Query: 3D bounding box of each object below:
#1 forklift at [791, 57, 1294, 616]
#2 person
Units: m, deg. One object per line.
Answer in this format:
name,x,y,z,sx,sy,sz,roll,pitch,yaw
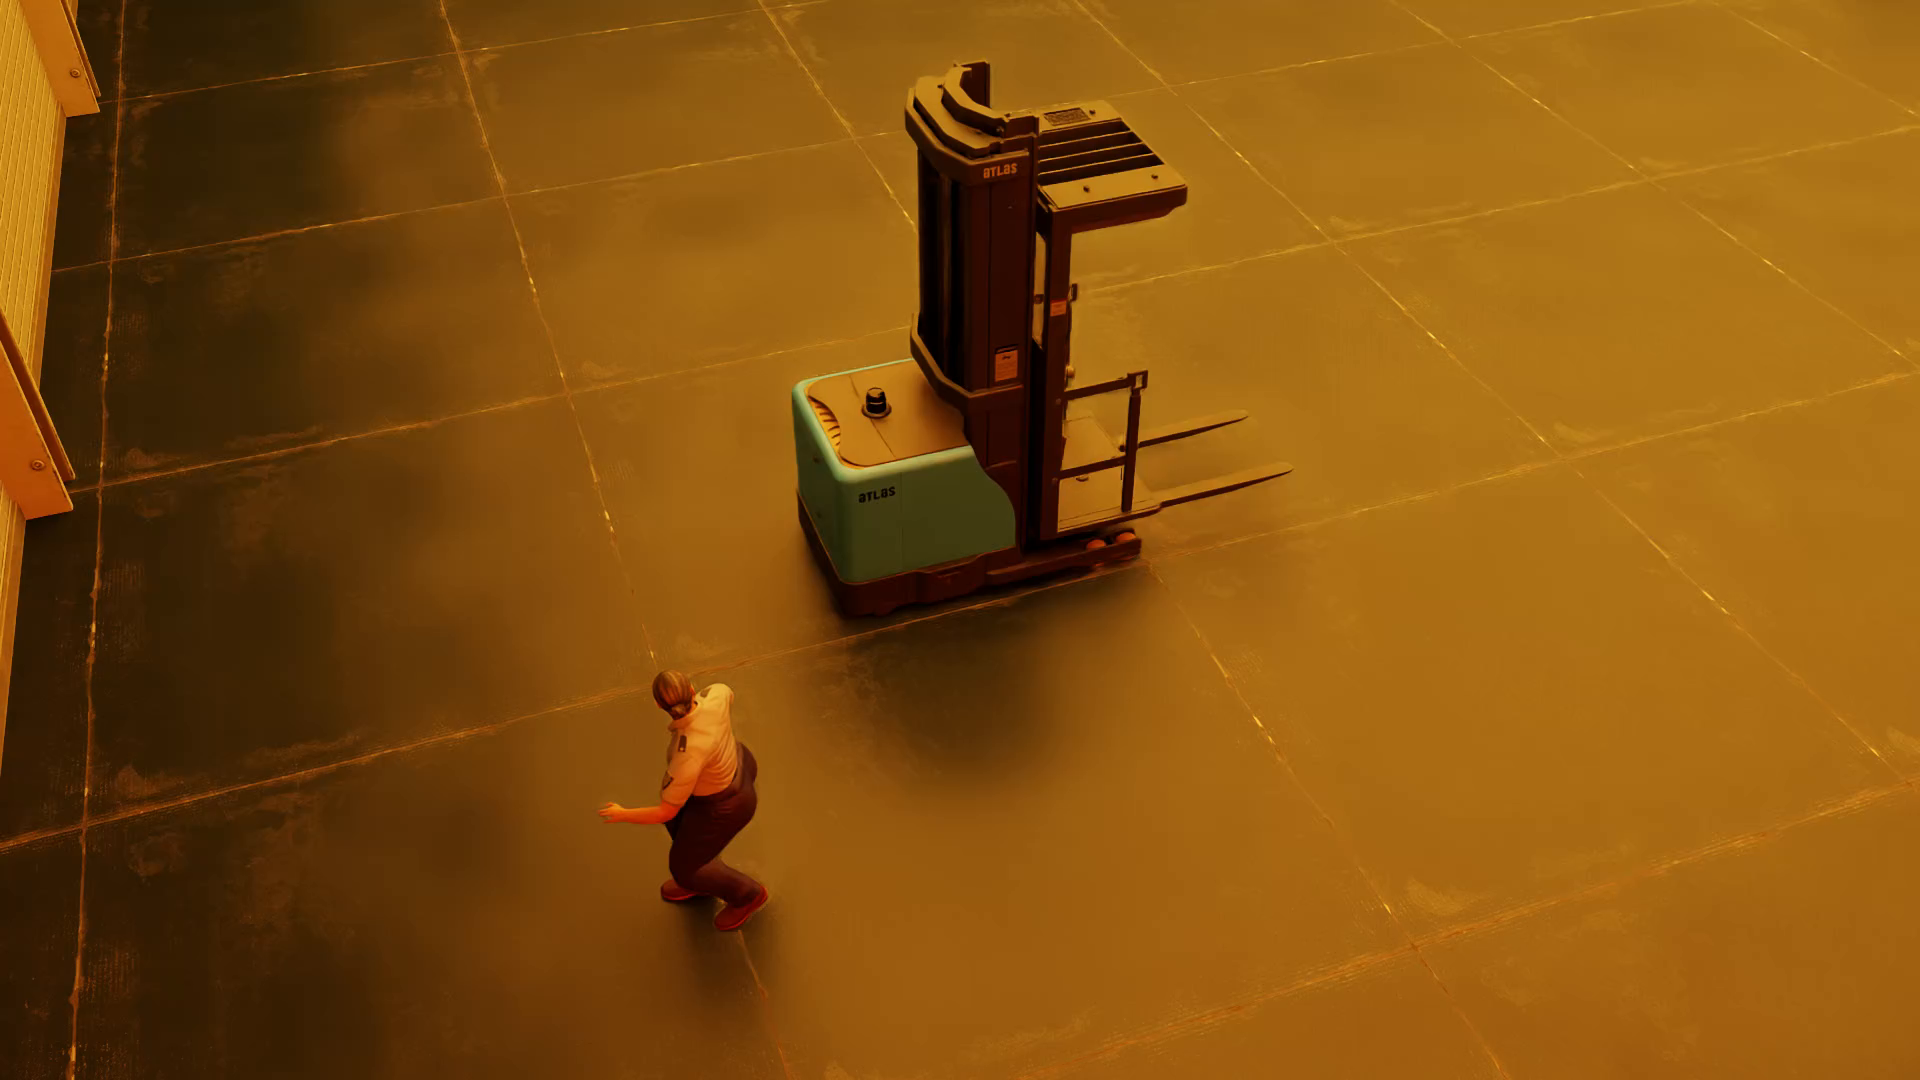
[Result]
forklift,0.571,-1.264,9.502,3.031,2.935,1.130,-13,42,-15
person,-1.286,1.159,7.691,0.705,1.551,0.760,-2,40,-2
